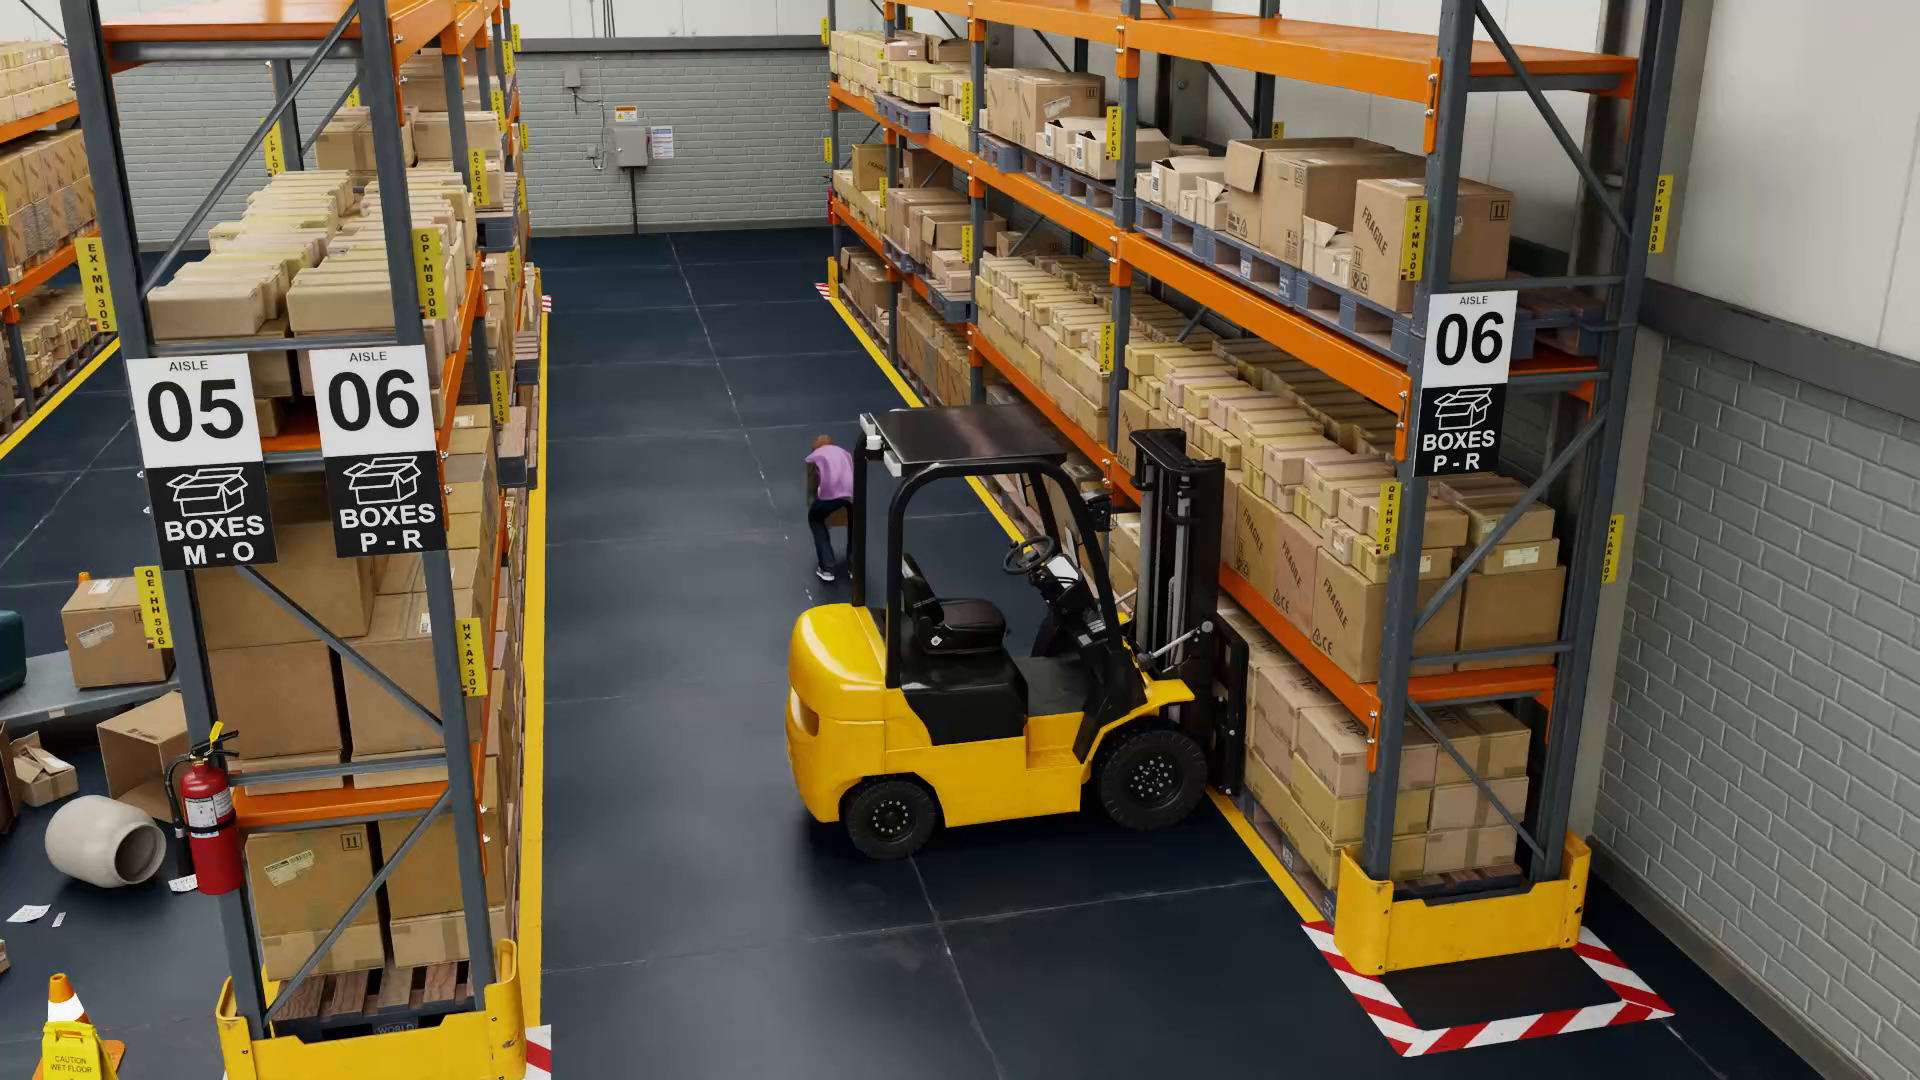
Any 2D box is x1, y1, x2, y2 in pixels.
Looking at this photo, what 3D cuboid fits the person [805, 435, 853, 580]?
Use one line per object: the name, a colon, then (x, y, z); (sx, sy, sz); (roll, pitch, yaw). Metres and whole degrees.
person: (-0.956, -0.240, 12.651); (0.420, 0.984, 0.861); (-6, 21, -15)
